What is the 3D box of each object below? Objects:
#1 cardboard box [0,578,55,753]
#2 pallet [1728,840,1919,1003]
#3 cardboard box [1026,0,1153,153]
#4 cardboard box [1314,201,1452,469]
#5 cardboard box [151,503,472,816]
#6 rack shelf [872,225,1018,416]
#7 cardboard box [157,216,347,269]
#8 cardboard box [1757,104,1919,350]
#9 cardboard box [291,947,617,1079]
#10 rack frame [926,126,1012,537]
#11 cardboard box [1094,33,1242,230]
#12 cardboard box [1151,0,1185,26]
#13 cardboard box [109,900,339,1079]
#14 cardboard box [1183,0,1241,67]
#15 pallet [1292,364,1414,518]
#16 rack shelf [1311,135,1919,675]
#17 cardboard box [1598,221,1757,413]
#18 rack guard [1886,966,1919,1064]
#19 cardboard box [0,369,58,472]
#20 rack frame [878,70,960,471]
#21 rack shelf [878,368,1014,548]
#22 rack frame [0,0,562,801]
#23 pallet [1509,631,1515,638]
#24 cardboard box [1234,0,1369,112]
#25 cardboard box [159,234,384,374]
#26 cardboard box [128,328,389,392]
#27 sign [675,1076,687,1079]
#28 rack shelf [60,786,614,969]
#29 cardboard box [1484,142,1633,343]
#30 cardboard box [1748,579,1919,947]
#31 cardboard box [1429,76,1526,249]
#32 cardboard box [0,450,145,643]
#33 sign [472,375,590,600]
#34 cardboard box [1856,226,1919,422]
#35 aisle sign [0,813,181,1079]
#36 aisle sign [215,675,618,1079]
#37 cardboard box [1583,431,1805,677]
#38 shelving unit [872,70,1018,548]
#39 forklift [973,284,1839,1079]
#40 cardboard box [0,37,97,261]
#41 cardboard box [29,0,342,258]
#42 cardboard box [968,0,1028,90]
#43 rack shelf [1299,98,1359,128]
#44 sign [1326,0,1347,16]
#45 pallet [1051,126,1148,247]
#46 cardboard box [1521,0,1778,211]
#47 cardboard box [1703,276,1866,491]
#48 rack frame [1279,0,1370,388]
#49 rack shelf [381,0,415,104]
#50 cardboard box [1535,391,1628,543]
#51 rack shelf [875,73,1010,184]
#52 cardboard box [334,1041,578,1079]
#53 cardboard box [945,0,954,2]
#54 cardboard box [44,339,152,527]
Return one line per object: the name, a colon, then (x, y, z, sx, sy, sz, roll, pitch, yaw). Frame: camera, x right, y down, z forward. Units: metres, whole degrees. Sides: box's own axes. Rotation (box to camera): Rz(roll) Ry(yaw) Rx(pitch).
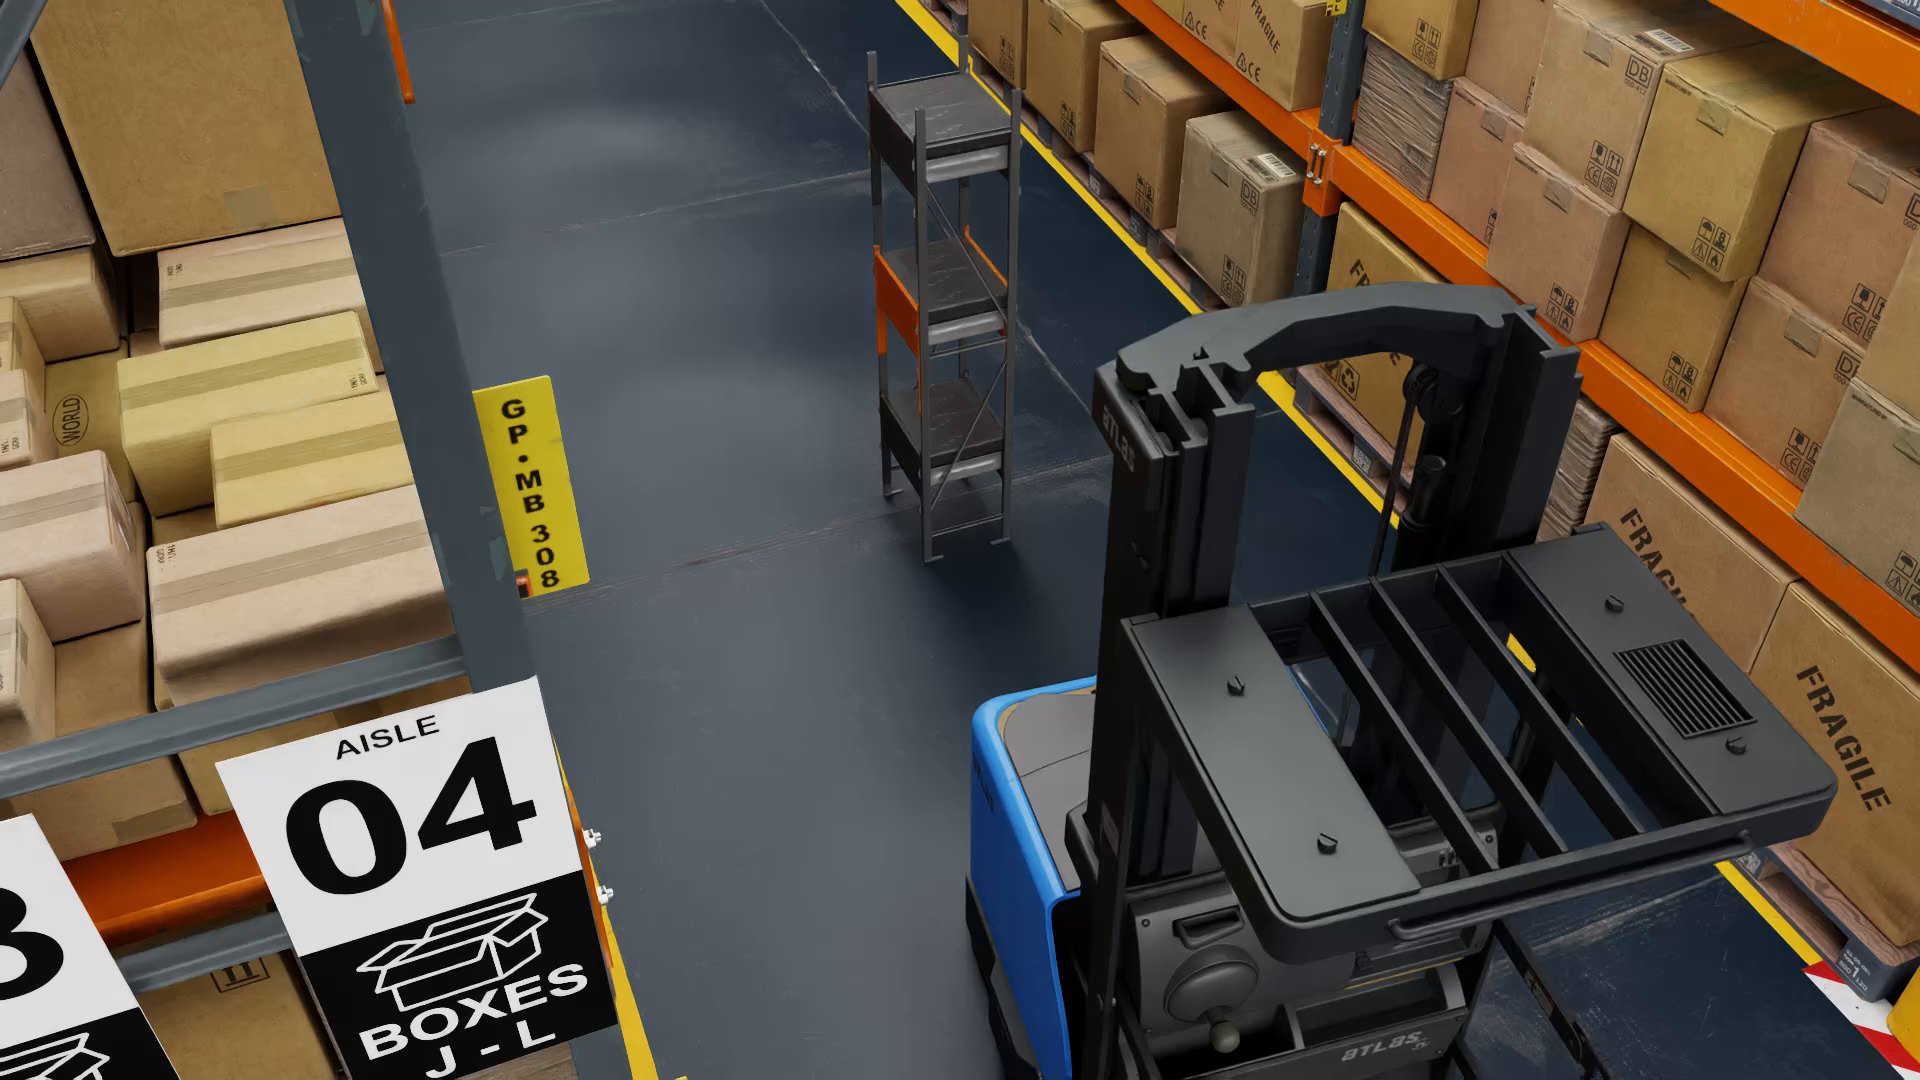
cardboard box: (-1.424, 0.226, 2.196, 0.380, 0.149, 0.250, -15, 43, -17)
pallet: (3.213, 0.965, 5.966, 1.003, 0.211, 1.213, -15, 43, -17)
cardboard box: (1.018, -2.840, 9.656, 1.050, 0.750, 0.750, -14, 43, -16)
cardboard box: (2.237, -0.997, 7.416, 0.875, 0.875, 0.875, -14, 43, -16)
cardboard box: (-0.975, 0.111, 2.634, 0.500, 0.250, 0.500, -14, 43, -16)
rack shelf: (-0.063, -0.885, 6.690, 0.431, 0.518, 0.480, -15, 43, -17)
cardboard box: (-1.269, -0.540, 3.085, 0.380, 0.149, 0.250, -15, 43, -17)
cardboard box: (3.101, -1.009, 5.179, 0.875, 0.550, 0.550, -15, 43, -17)
cardboard box: (-0.988, 0.617, 3.160, 0.500, 0.500, 0.500, -15, 43, -17)
rack frame: (0.031, -0.749, 6.511, 0.380, 1.831, 0.006, -15, 43, -17)
cardboard box: (1.375, -2.279, 9.003, 1.050, 0.750, 0.750, -15, 43, -17)
cardboard box: (1.228, -2.934, 8.284, 0.500, 0.500, 0.500, -15, 43, -16)
cardboard box: (-1.808, 0.653, 4.451, 1.144, 2.239, 2.984, -3, 41, -3)
cardboard box: (1.421, -2.629, 7.930, 0.500, 0.500, 0.500, -16, 43, -17)
pallet: (2.280, -0.505, 7.675, 1.003, 0.211, 1.213, -15, 43, -17)
rack shelf: (2.826, -0.562, 6.155, 1.077, 0.370, 4.000, -15, 43, -17)
cardboard box: (2.838, -0.902, 5.884, 0.875, 0.550, 0.500, -15, 43, -17)
rack guard: (3.601, 1.332, 5.317, 1.175, 0.500, 0.348, -15, 43, -17)
cardboard box: (-1.621, -0.098, 2.572, 0.380, 0.149, 0.250, -17, 43, -19)
rack frame: (-0.155, -1.043, 6.853, 0.380, 1.831, 0.006, -15, 43, -17)
rack shelf: (-0.063, -0.355, 7.147, 0.431, 0.518, 0.480, -15, 43, -17)
rack frame: (-1.030, -0.728, 1.195, 1.000, 3.000, 0.127, -15, 43, -17)
pallet: (2.750, 0.231, 6.819, 1.003, 0.211, 1.213, -15, 43, -17)
cardboard box: (1.614, -2.325, 7.577, 0.500, 0.500, 0.500, -15, 43, -17)
cardboard box: (-1.180, -0.392, 2.914, 0.380, 0.149, 0.250, -13, 42, -15)
cardboard box: (-1.178, -0.198, 2.994, 0.500, 0.250, 0.500, -16, 43, -18)
sign: (-0.528, 1.083, 3.026, 0.100, 0.325, 0.005, -15, 43, -17)
rack shelf: (-1.795, -0.523, 3.808, 1.077, 0.370, 4.000, -15, 43, -17)
cardboard box: (2.542, -1.197, 6.226, 0.875, 0.550, 0.550, -15, 43, -17)
cardboard box: (3.271, 0.624, 5.531, 0.875, 0.875, 0.875, -15, 43, -17)
cardboard box: (2.445, -1.551, 6.639, 0.875, 0.550, 0.550, -15, 43, -17)
cardboard box: (-1.415, 0.039, 2.412, 0.380, 0.149, 0.250, -16, 43, -18)
sign: (-0.528, -0.058, 2.045, 0.100, 0.325, 0.005, -15, 43, -17)
cardboard box: (3.190, -0.638, 4.748, 0.875, 0.550, 0.550, -15, 43, -17)
aisle sign: (-1.283, 0.673, 2.173, 0.394, 0.787, 0.004, -15, 43, -17)
aisle sign: (-0.729, 0.523, 2.347, 0.394, 0.787, 0.004, -15, 43, -17)
cardboard box: (2.932, 0.095, 6.147, 0.875, 0.875, 0.875, -16, 43, -18)
shelving unit: (5.281, -3.592, 7.404, 12.070, 5.092, 0.667, -15, 43, -17)
forklift: (0.913, 1.028, 3.807, 1.121, 2.935, 3.031, -11, 42, -12)
cardboard box: (-1.857, -0.802, 2.893, 0.500, 0.500, 0.500, -15, 43, -17)
cardboard box: (-1.348, -0.893, 2.999, 0.500, 0.500, 0.500, -15, 43, -17)
cardboard box: (0.680, -3.366, 10.267, 1.050, 0.750, 0.750, -16, 43, -17)
rack shelf: (1.296, -3.046, 8.893, 0.919, 0.124, 3.809, -15, 43, -17)
sign: (1.563, -2.307, 6.805, 0.100, 0.325, 0.005, -15, 43, -17)
pallet: (1.226, -2.164, 9.605, 1.003, 0.211, 1.213, -15, 43, -17)
cardboard box: (2.568, -1.613, 5.882, 0.875, 0.550, 0.550, -15, 43, -17)
cardboard box: (3.079, -0.594, 5.525, 0.875, 0.550, 0.550, -15, 43, -17)
rack frame: (2.061, -2.039, 7.321, 1.000, 3.000, 0.127, -15, 43, -17)
rack shelf: (-1.795, -1.659, 2.832, 1.077, 0.370, 4.000, -15, 43, -17)
cardboard box: (2.585, -0.455, 6.786, 0.875, 0.875, 0.875, -15, 43, -17)
rack shelf: (-0.063, -1.520, 6.145, 0.368, 0.174, 0.457, -15, 43, -17)
cardboard box: (-1.215, 1.058, 3.415, 0.875, 0.500, 0.500, -15, 43, -17)
cardboard box: (0.037, -3.992, 11.186, 0.500, 0.500, 0.500, -15, 43, -17)
cardboard box: (-1.643, -0.061, 2.835, 0.500, 0.250, 0.500, -15, 43, -17)
